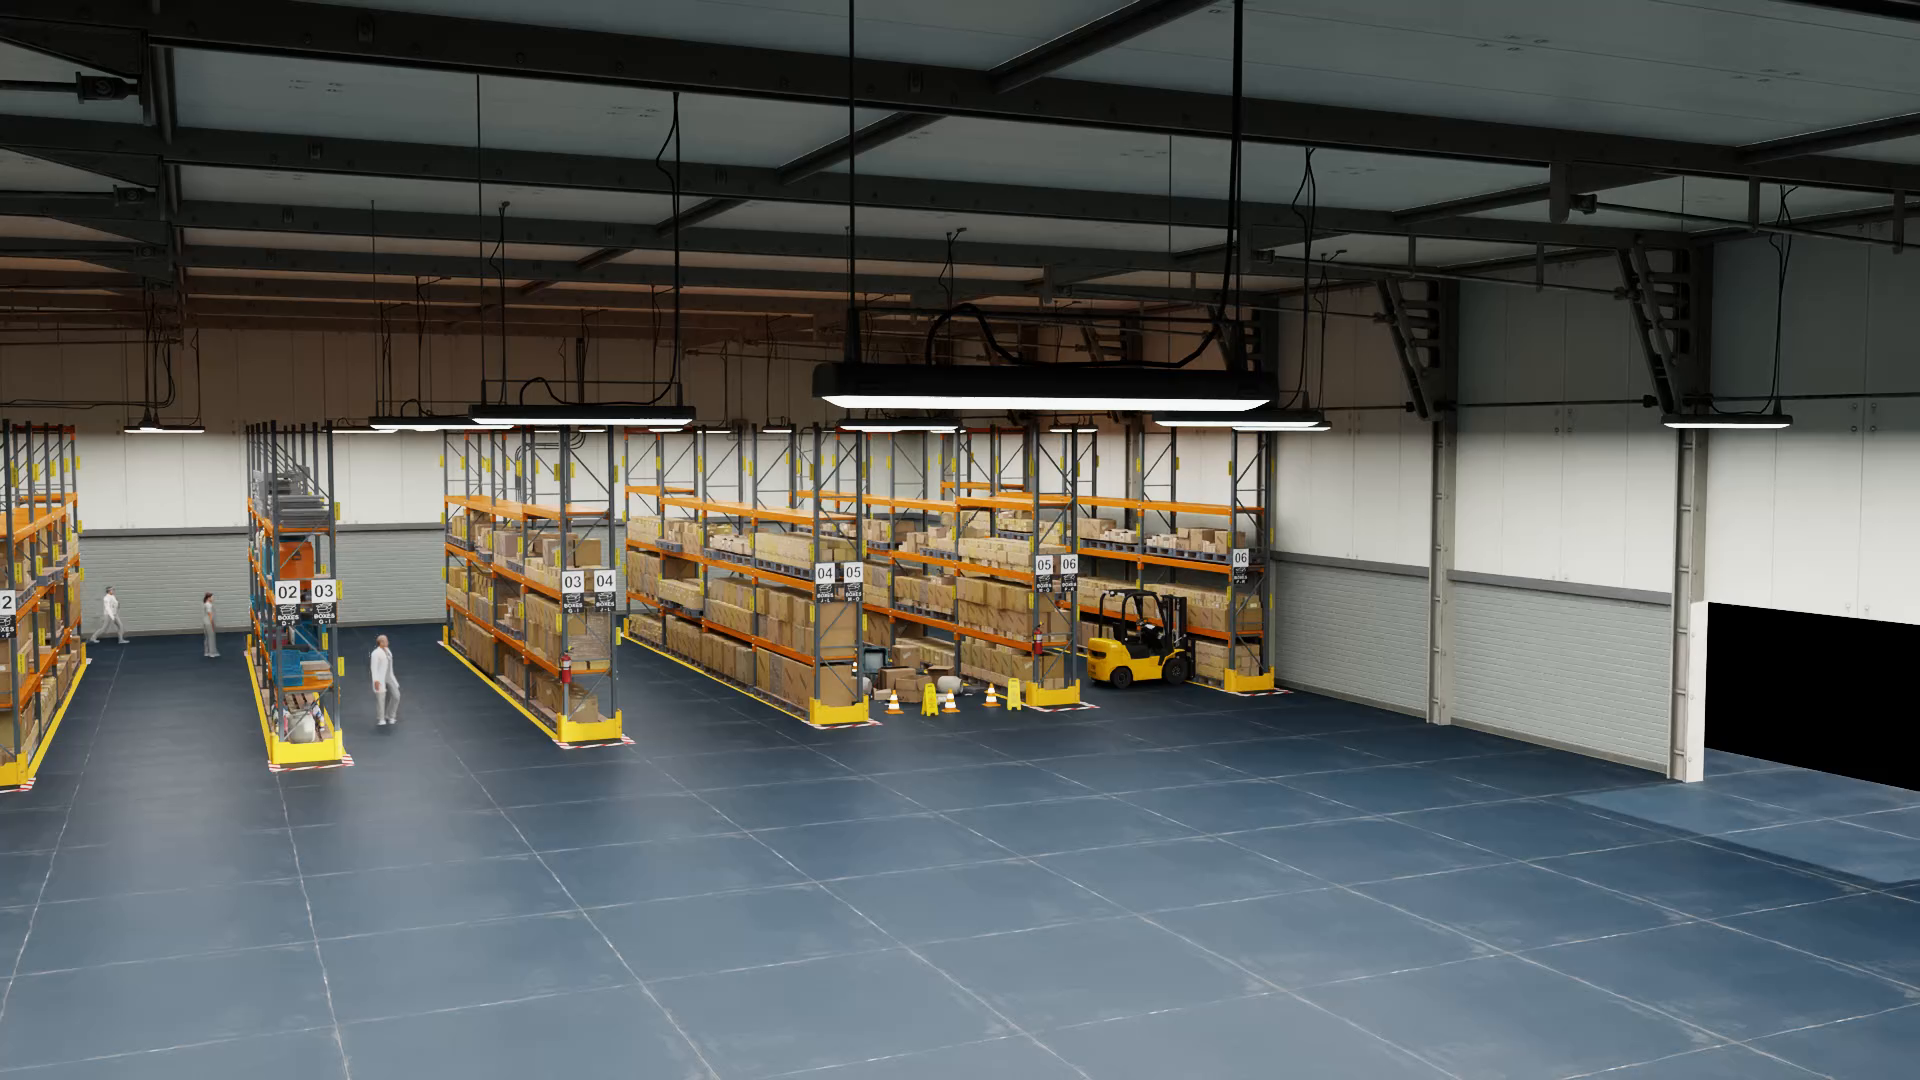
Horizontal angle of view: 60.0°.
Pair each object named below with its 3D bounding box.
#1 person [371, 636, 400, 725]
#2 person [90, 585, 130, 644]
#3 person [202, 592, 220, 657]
[{"bbox_3d":[-11.442,2.806,32.981,0.499,1.829,0.661,3,4,35],"label":"person"},{"bbox_3d":[-23.347,2.050,45.639,0.972,1.627,0.531,0,4,-5],"label":"person"},{"bbox_3d":[-19.392,2.186,43.064,0.389,1.679,0.491,-3,4,-37],"label":"person"}]
